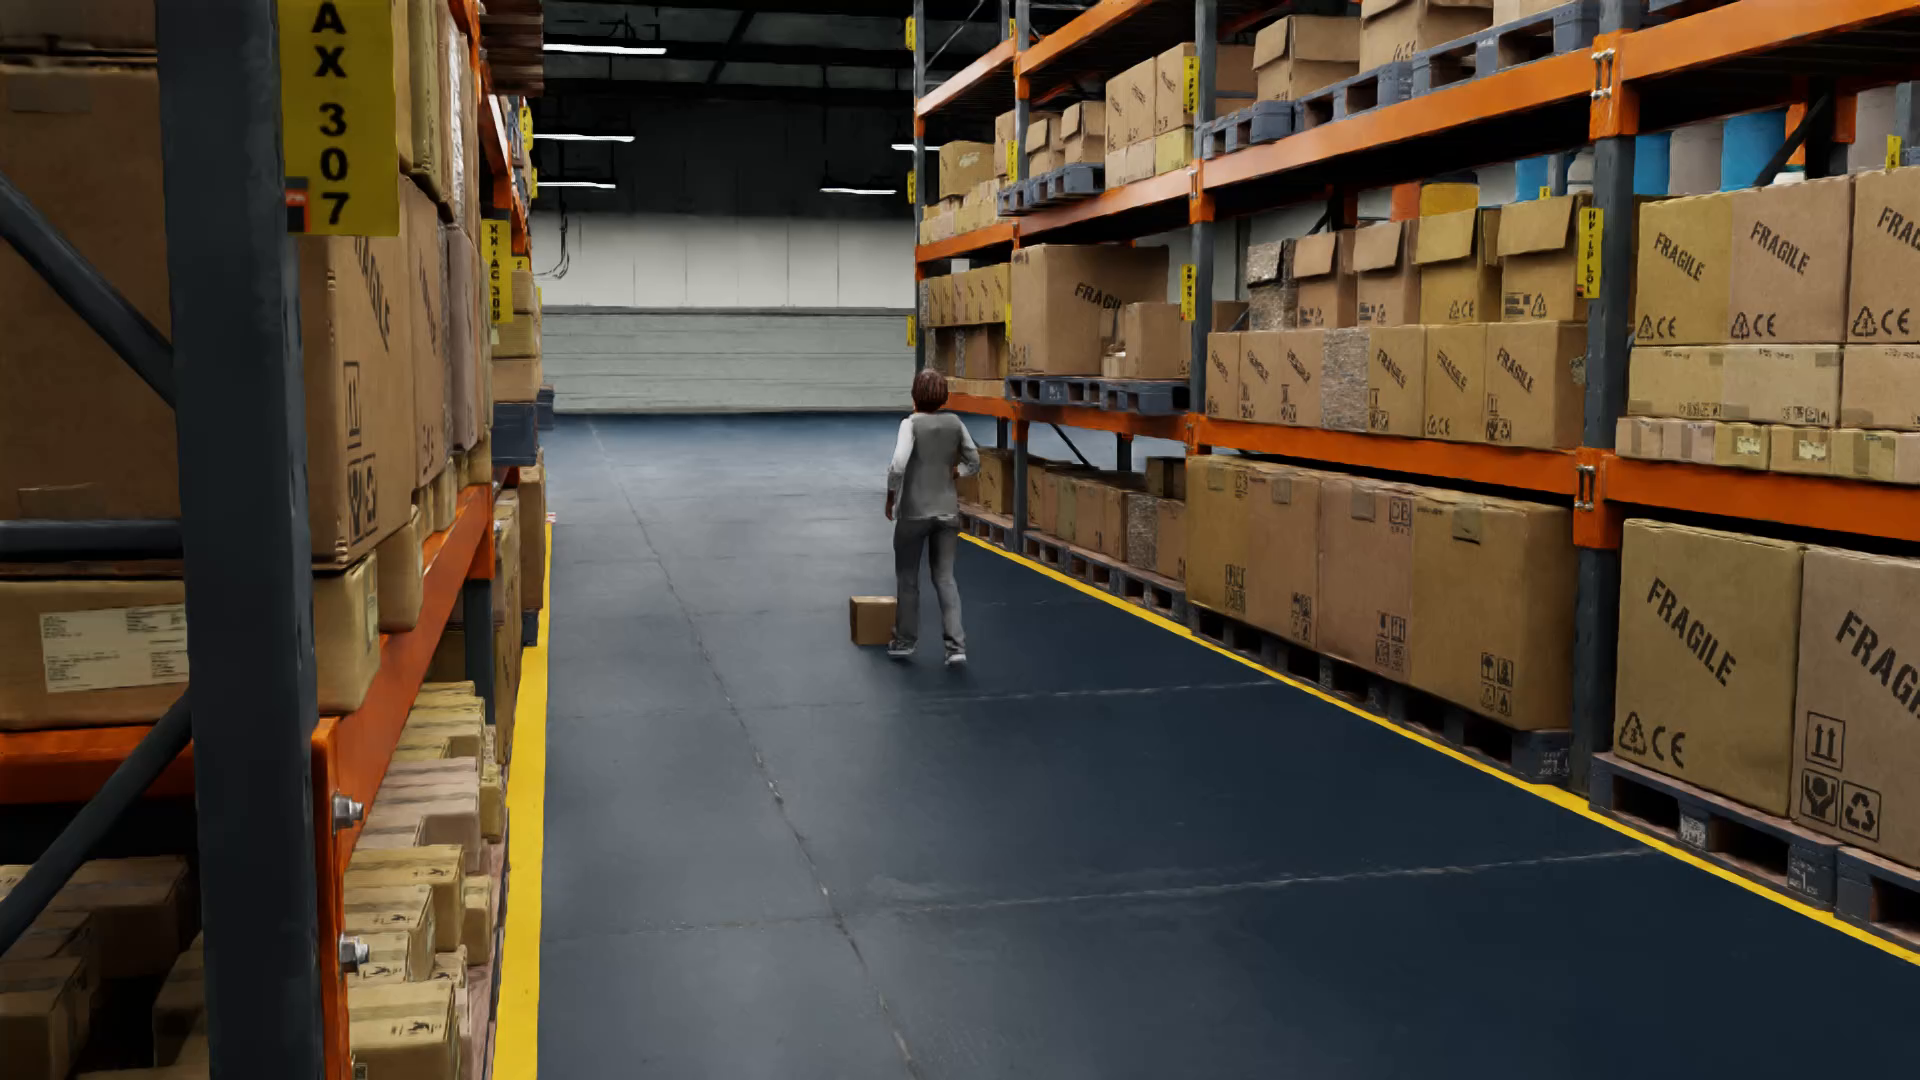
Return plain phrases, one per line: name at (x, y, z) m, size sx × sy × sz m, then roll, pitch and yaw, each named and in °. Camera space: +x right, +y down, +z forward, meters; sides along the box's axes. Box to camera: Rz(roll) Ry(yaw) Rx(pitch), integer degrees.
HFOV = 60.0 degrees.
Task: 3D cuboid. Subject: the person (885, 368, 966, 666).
person at (-0.216, -0.128, 8.920) m, size 0.551 × 1.584 × 0.700 m, roll -3°, pitch 7°, yaw -26°
